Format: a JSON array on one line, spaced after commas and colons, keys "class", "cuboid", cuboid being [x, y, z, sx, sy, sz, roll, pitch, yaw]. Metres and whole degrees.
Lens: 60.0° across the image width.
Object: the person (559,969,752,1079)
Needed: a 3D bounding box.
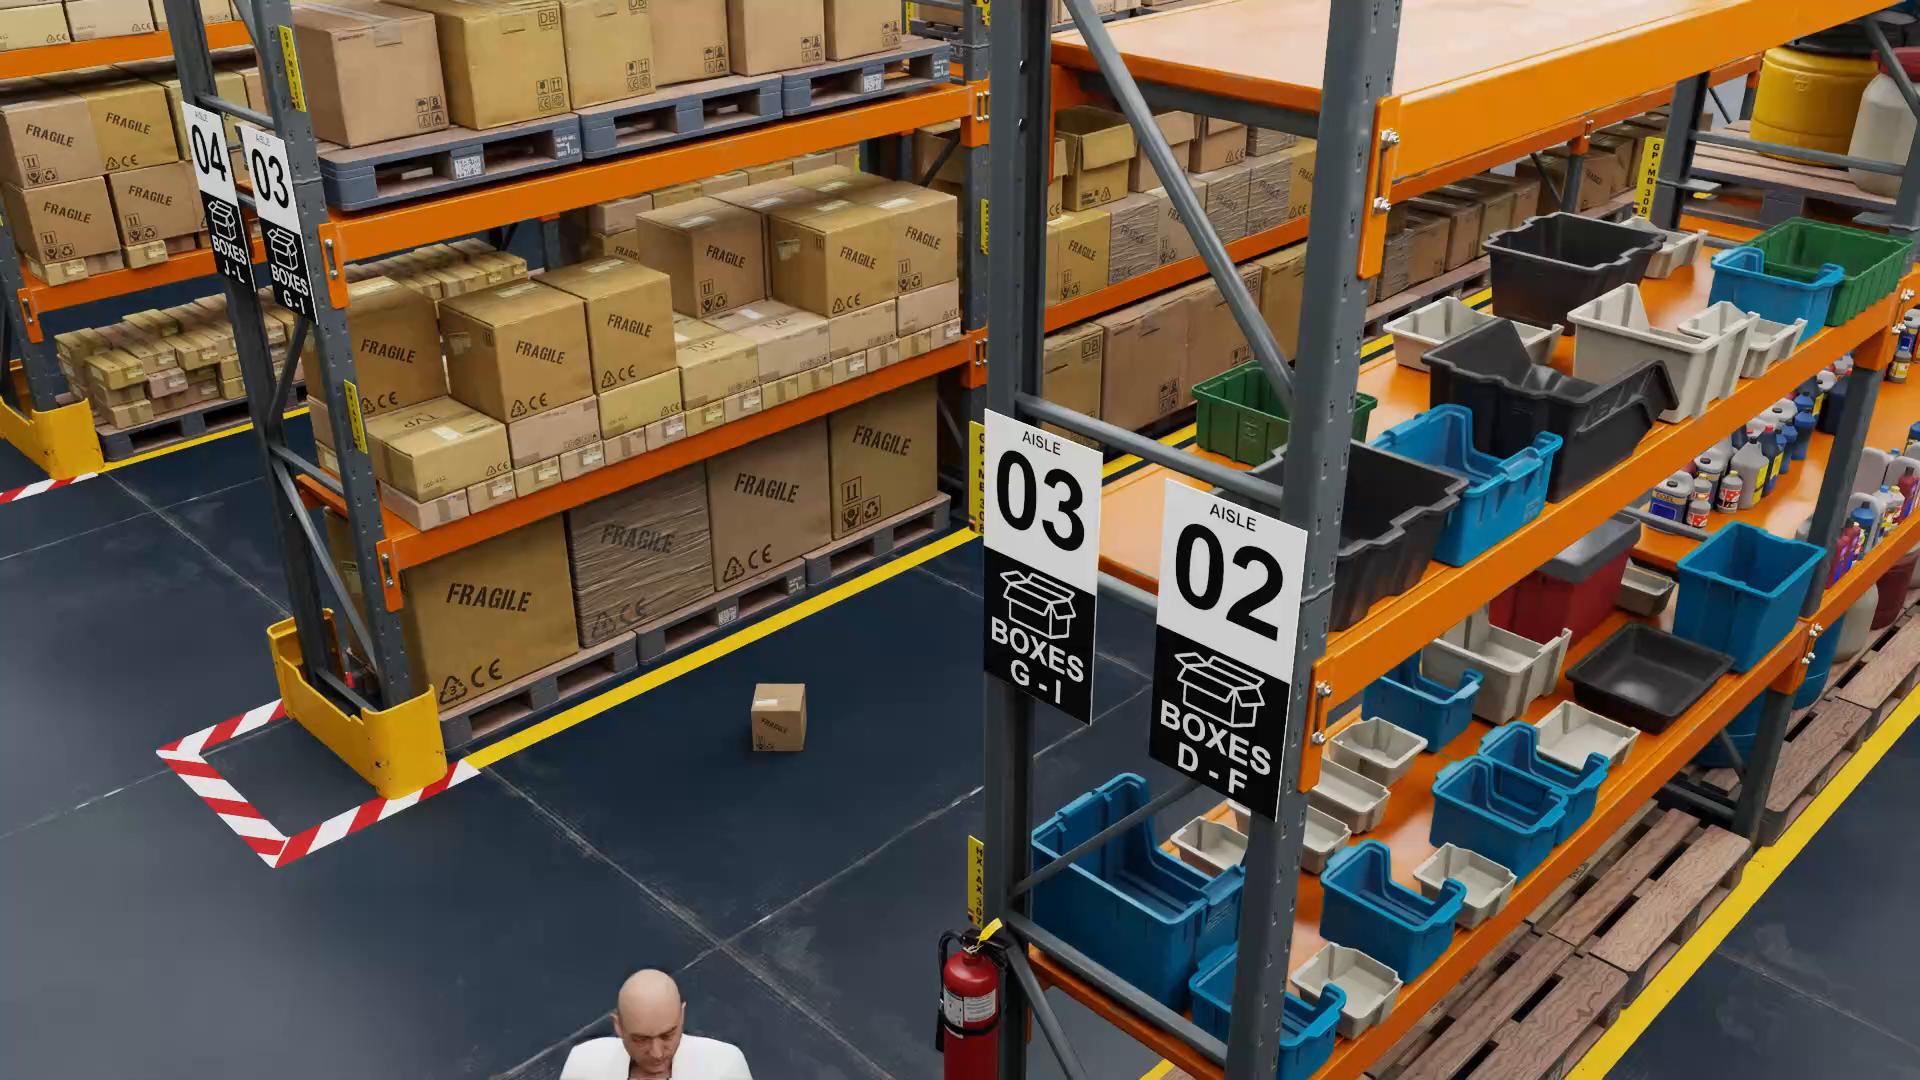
[{"class": "person", "cuboid": [-0.855, 1.987, 4.755, 0.630, 1.773, 0.517, -1, 27, -1]}]
